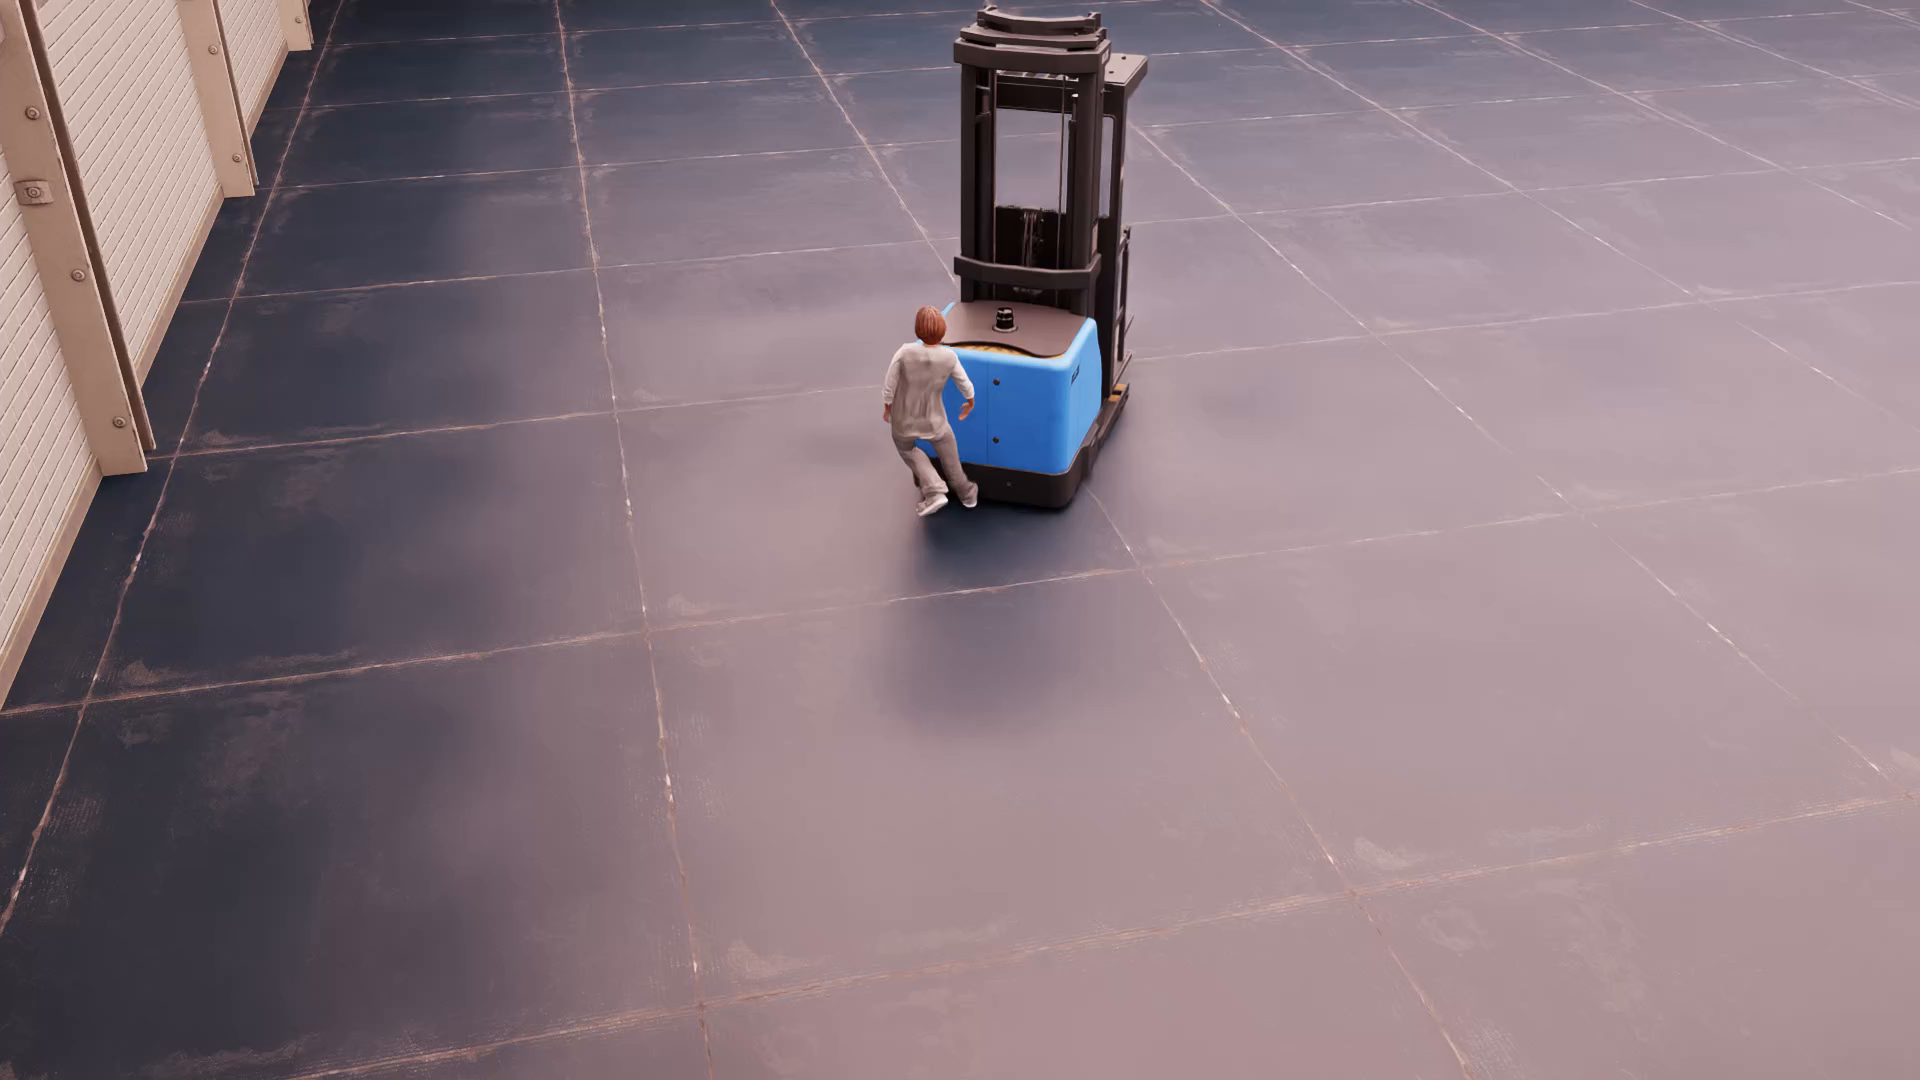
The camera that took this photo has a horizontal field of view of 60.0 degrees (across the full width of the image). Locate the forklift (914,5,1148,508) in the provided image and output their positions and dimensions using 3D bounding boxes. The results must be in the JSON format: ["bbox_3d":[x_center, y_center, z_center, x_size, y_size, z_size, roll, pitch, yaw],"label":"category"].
[{"bbox_3d":[0.611,-2.203,11.380,1.130,2.935,3.031,9,31,15],"label":"forklift"}]

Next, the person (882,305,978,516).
[{"bbox_3d":[-0.177,-0.830,10.405,0.608,1.496,0.634,0,30,-1],"label":"person"}]
